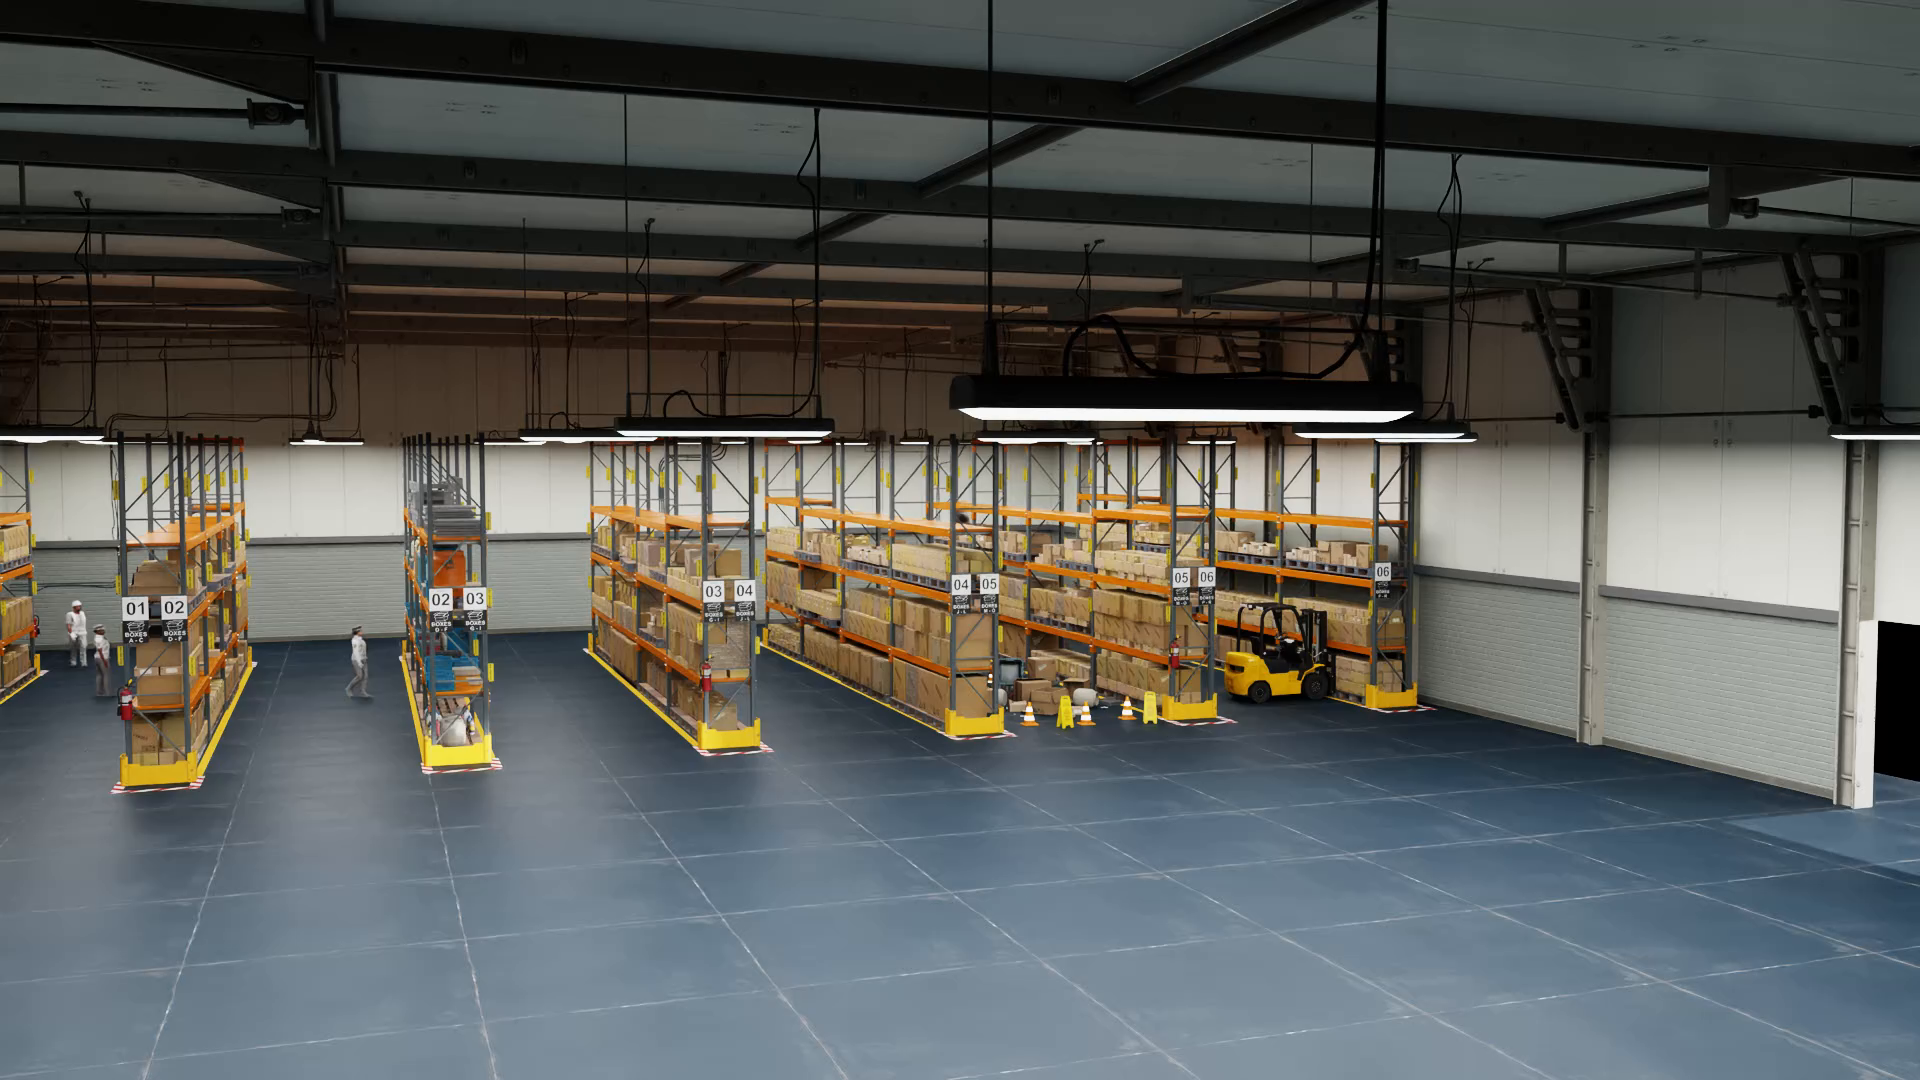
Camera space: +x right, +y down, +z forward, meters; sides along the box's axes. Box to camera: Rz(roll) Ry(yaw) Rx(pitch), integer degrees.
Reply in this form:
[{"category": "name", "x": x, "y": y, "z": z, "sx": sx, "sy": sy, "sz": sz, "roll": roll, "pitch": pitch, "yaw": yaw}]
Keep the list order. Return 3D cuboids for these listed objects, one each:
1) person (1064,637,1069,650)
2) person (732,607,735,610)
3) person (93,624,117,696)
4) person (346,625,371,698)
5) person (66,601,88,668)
[{"category": "person", "x": 2.847, "y": 2.330, "z": 45.475, "sx": 0.547, "sy": 1.702, "sz": 0.501, "roll": -1, "pitch": 3, "yaw": -16}, {"category": "person", "x": -6.571, "y": 2.136, "z": 49.414, "sx": 0.429, "sy": 1.702, "sz": 0.625, "roll": 3, "pitch": 4, "yaw": 43}, {"category": "person", "x": -19.639, "y": 2.764, "z": 38.199, "sx": 0.441, "sy": 1.668, "sz": 0.530, "roll": -3, "pitch": 4, "yaw": -40}, {"category": "person", "x": -13.821, "y": 2.780, "z": 38.216, "sx": 0.559, "sy": 1.680, "sz": 0.519, "roll": 1, "pitch": 3, "yaw": 9}, {"category": "person", "x": -22.892, "y": 2.442, "z": 43.094, "sx": 0.478, "sy": 1.718, "sz": 1.068, "roll": -2, "pitch": 4, "yaw": -31}]
